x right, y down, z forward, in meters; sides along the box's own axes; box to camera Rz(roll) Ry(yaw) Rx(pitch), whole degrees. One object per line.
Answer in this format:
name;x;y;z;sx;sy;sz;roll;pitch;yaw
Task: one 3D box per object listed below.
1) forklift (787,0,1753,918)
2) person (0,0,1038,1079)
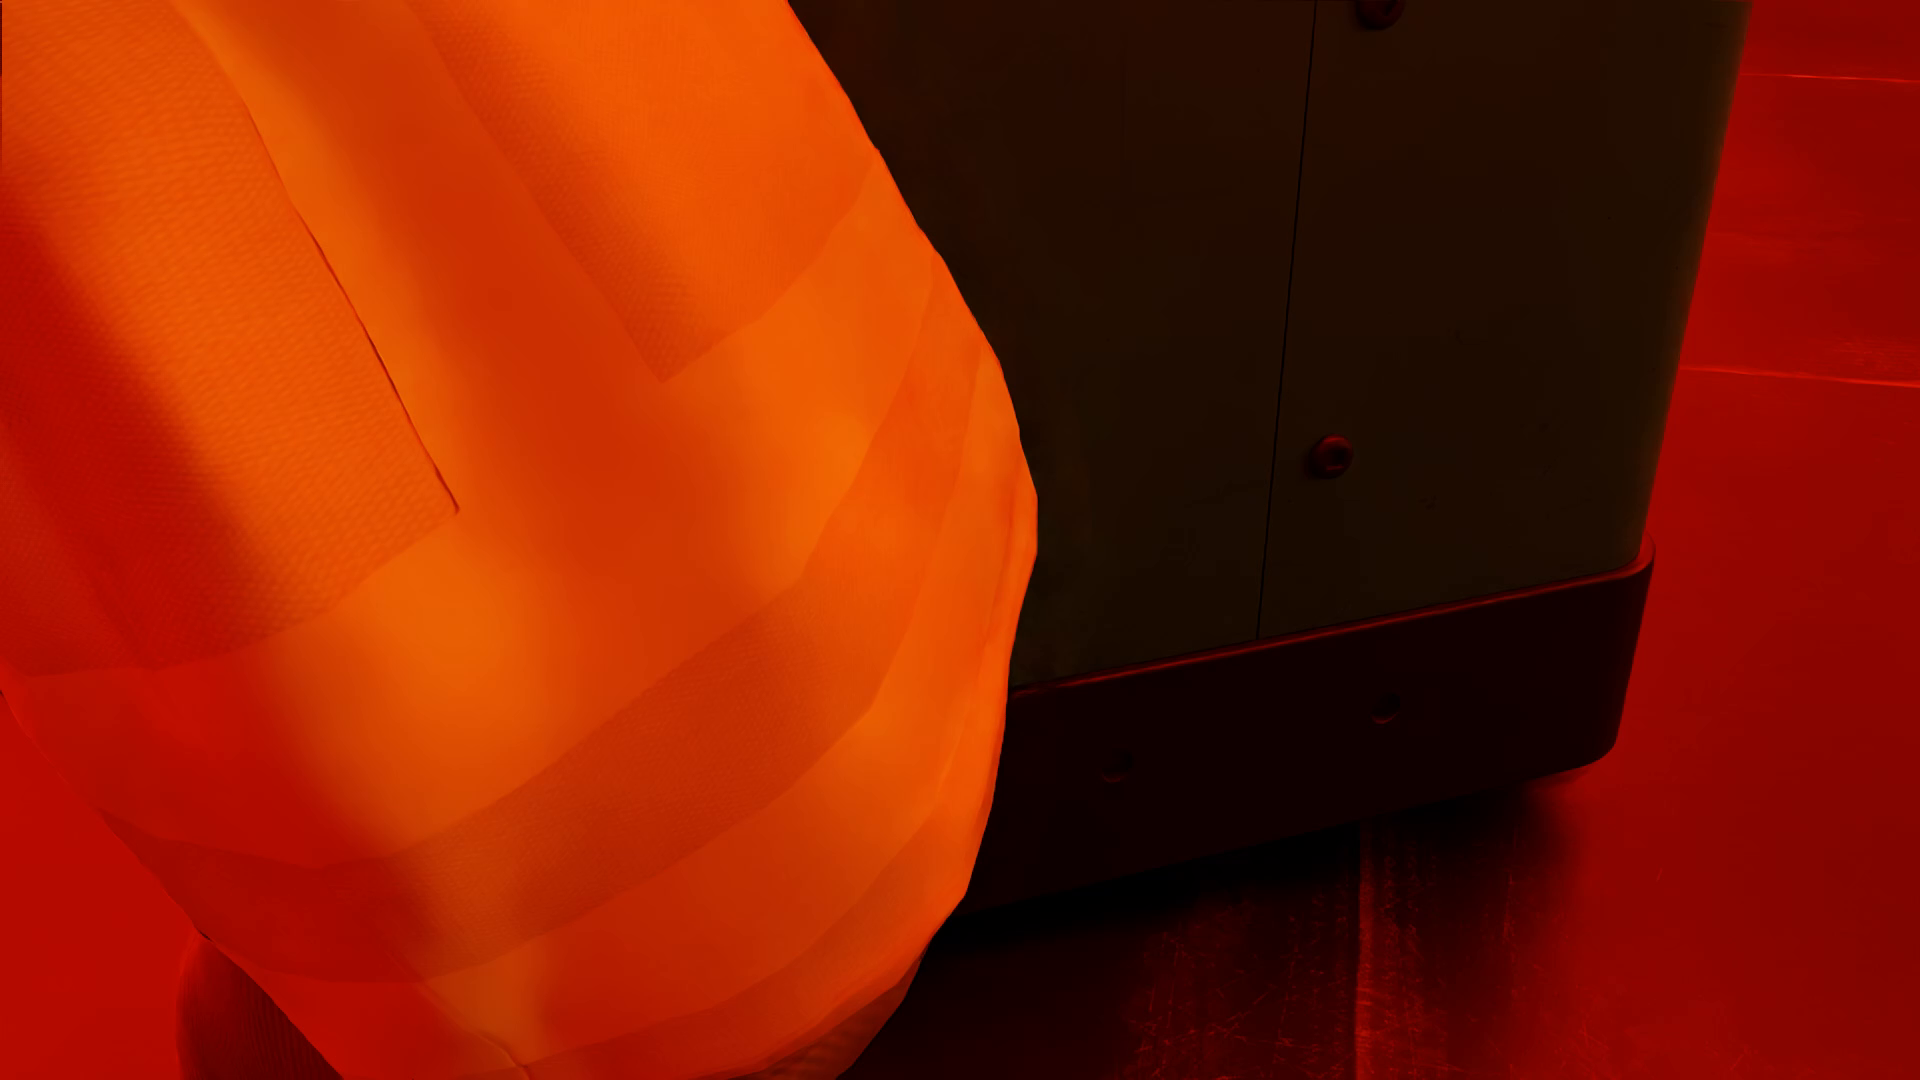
forklift;-0.228;-1.568;2.354;1.130;2.935;3.031;-9;28;-18
person;-0.388;-0.041;0.902;0.916;1.532;1.105;7;28;13
